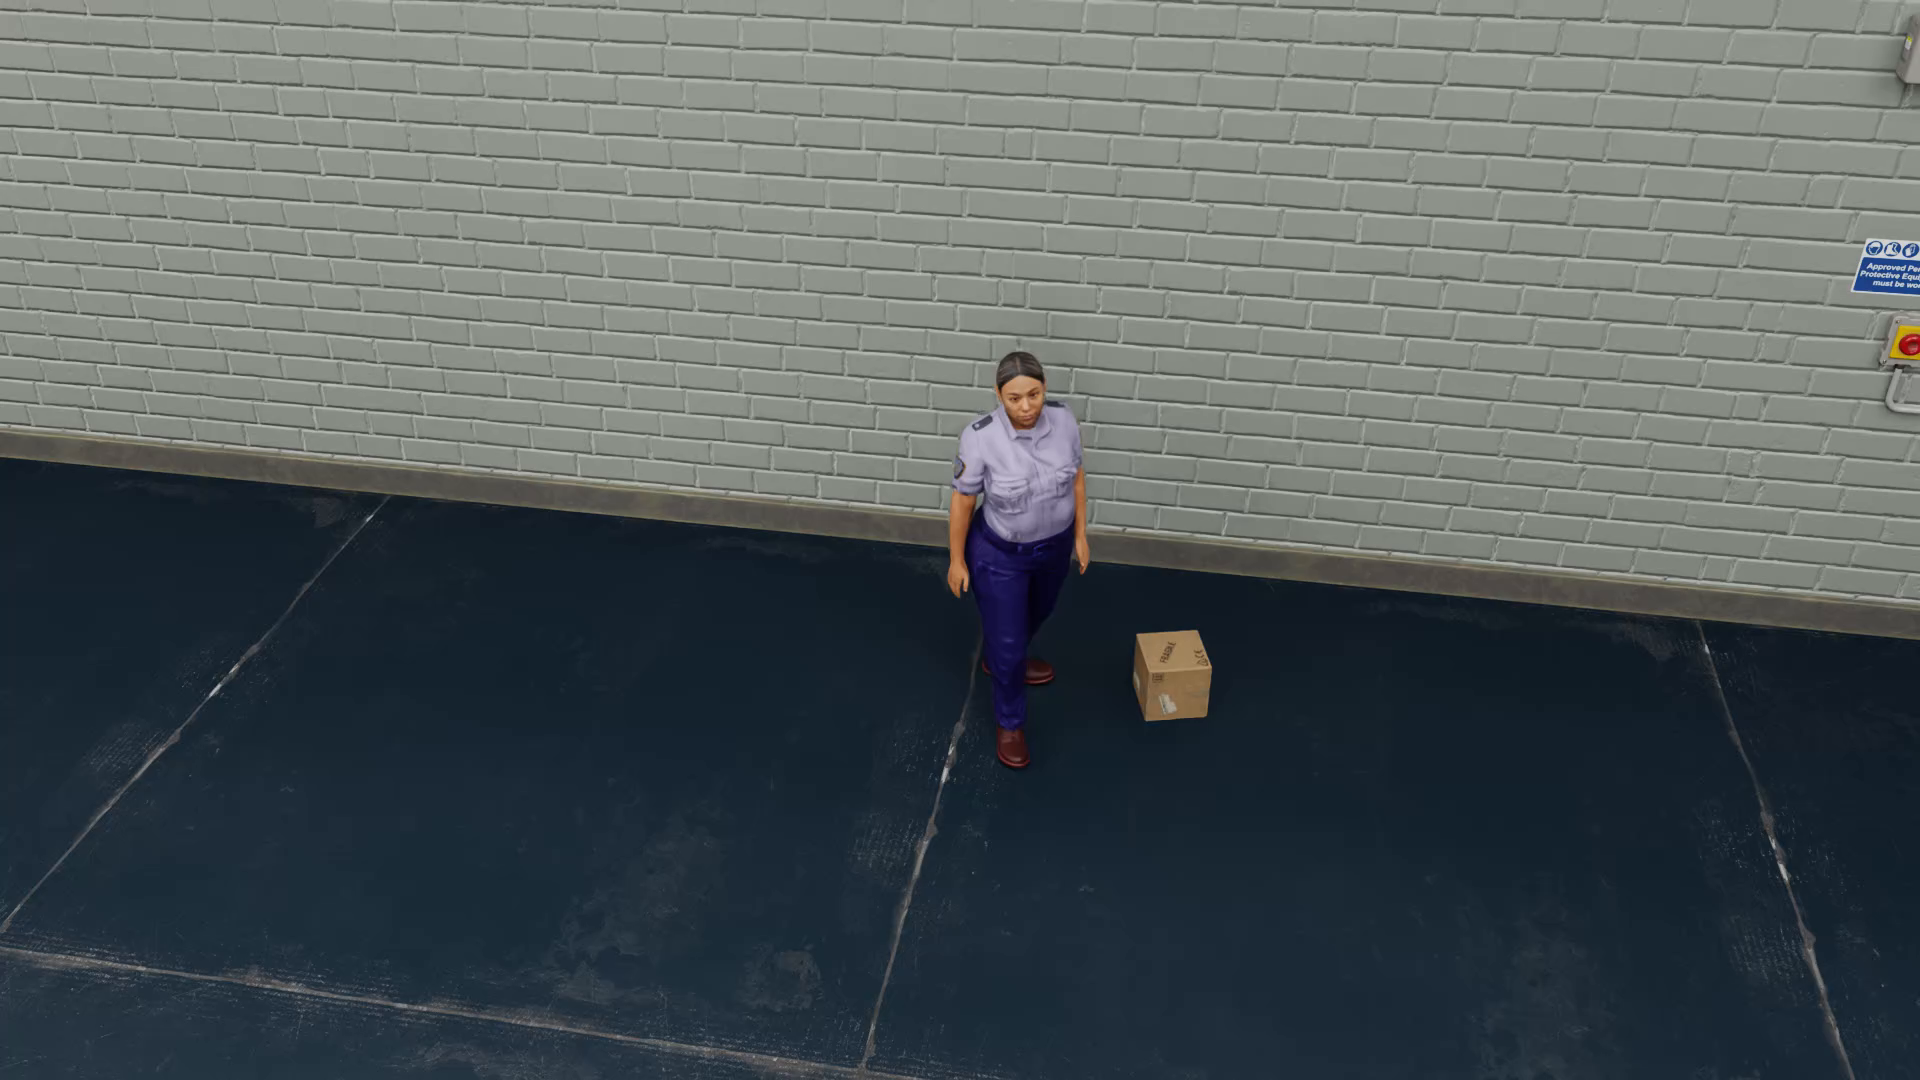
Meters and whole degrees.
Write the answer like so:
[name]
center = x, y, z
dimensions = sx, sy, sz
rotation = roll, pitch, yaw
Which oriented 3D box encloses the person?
[person]
center = 0.202, 0.011, 6.143
dimensions = 0.554, 1.636, 0.603
rotation = -16, 36, -24
